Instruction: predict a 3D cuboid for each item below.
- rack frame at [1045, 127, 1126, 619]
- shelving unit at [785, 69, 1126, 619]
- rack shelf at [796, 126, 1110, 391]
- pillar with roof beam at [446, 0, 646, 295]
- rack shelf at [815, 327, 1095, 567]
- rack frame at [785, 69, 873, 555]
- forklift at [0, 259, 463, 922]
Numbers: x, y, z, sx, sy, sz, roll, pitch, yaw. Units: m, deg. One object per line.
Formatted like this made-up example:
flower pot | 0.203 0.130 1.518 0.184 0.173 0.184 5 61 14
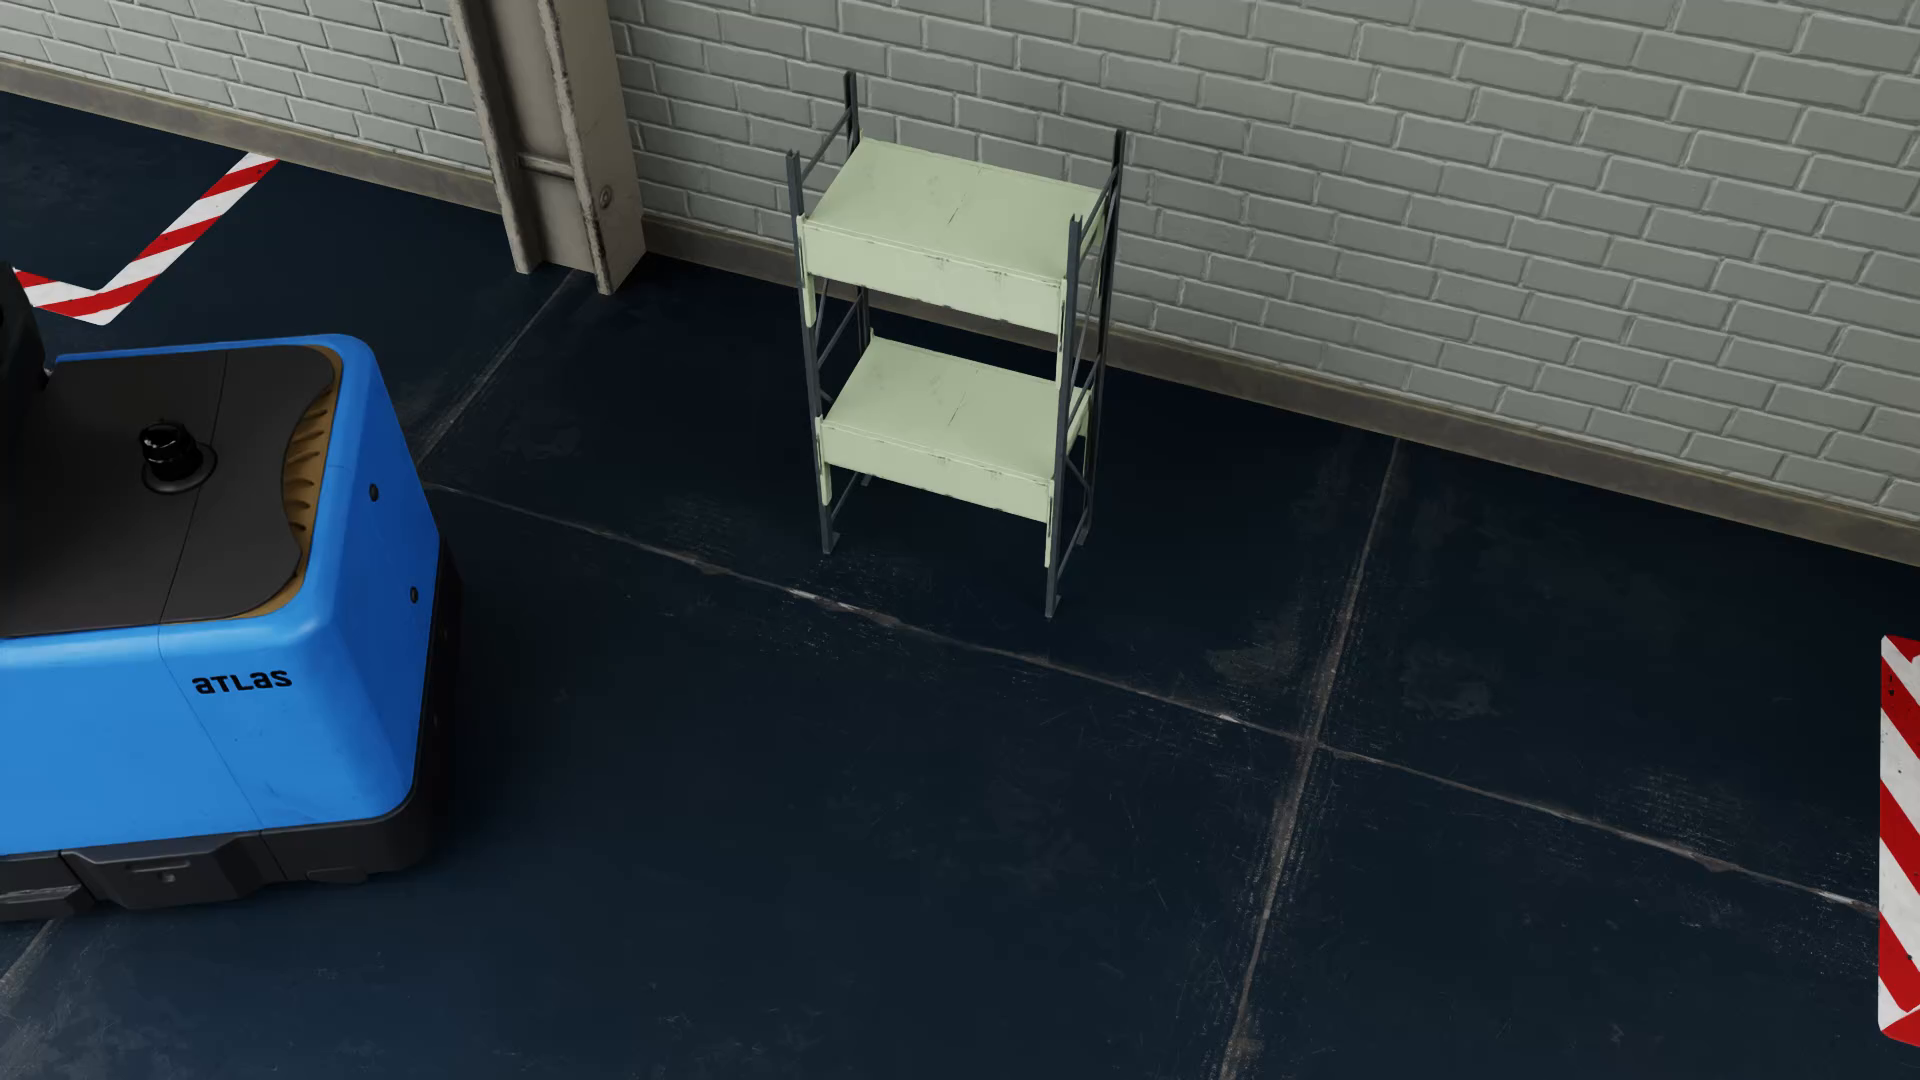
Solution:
rack frame | 0.337 -0.397 4.602 0.023 1.500 0.400 16 51 13
shelving unit | -0.006 -0.493 4.685 0.755 1.500 0.431 16 51 13
rack shelf | -0.006 -0.749 4.390 0.720 0.370 0.431 16 51 13
pillar with roof beam | -2.886 -0.940 0.110 0.400 9.000 9.100 16 51 13
rack shelf | -0.006 -0.279 4.931 0.720 0.370 0.431 16 51 13
rack frame | -0.350 -0.589 4.768 0.023 1.500 0.400 16 51 13
forklift | -2.955 -0.307 3.577 3.031 2.935 1.130 -5 49 -4
